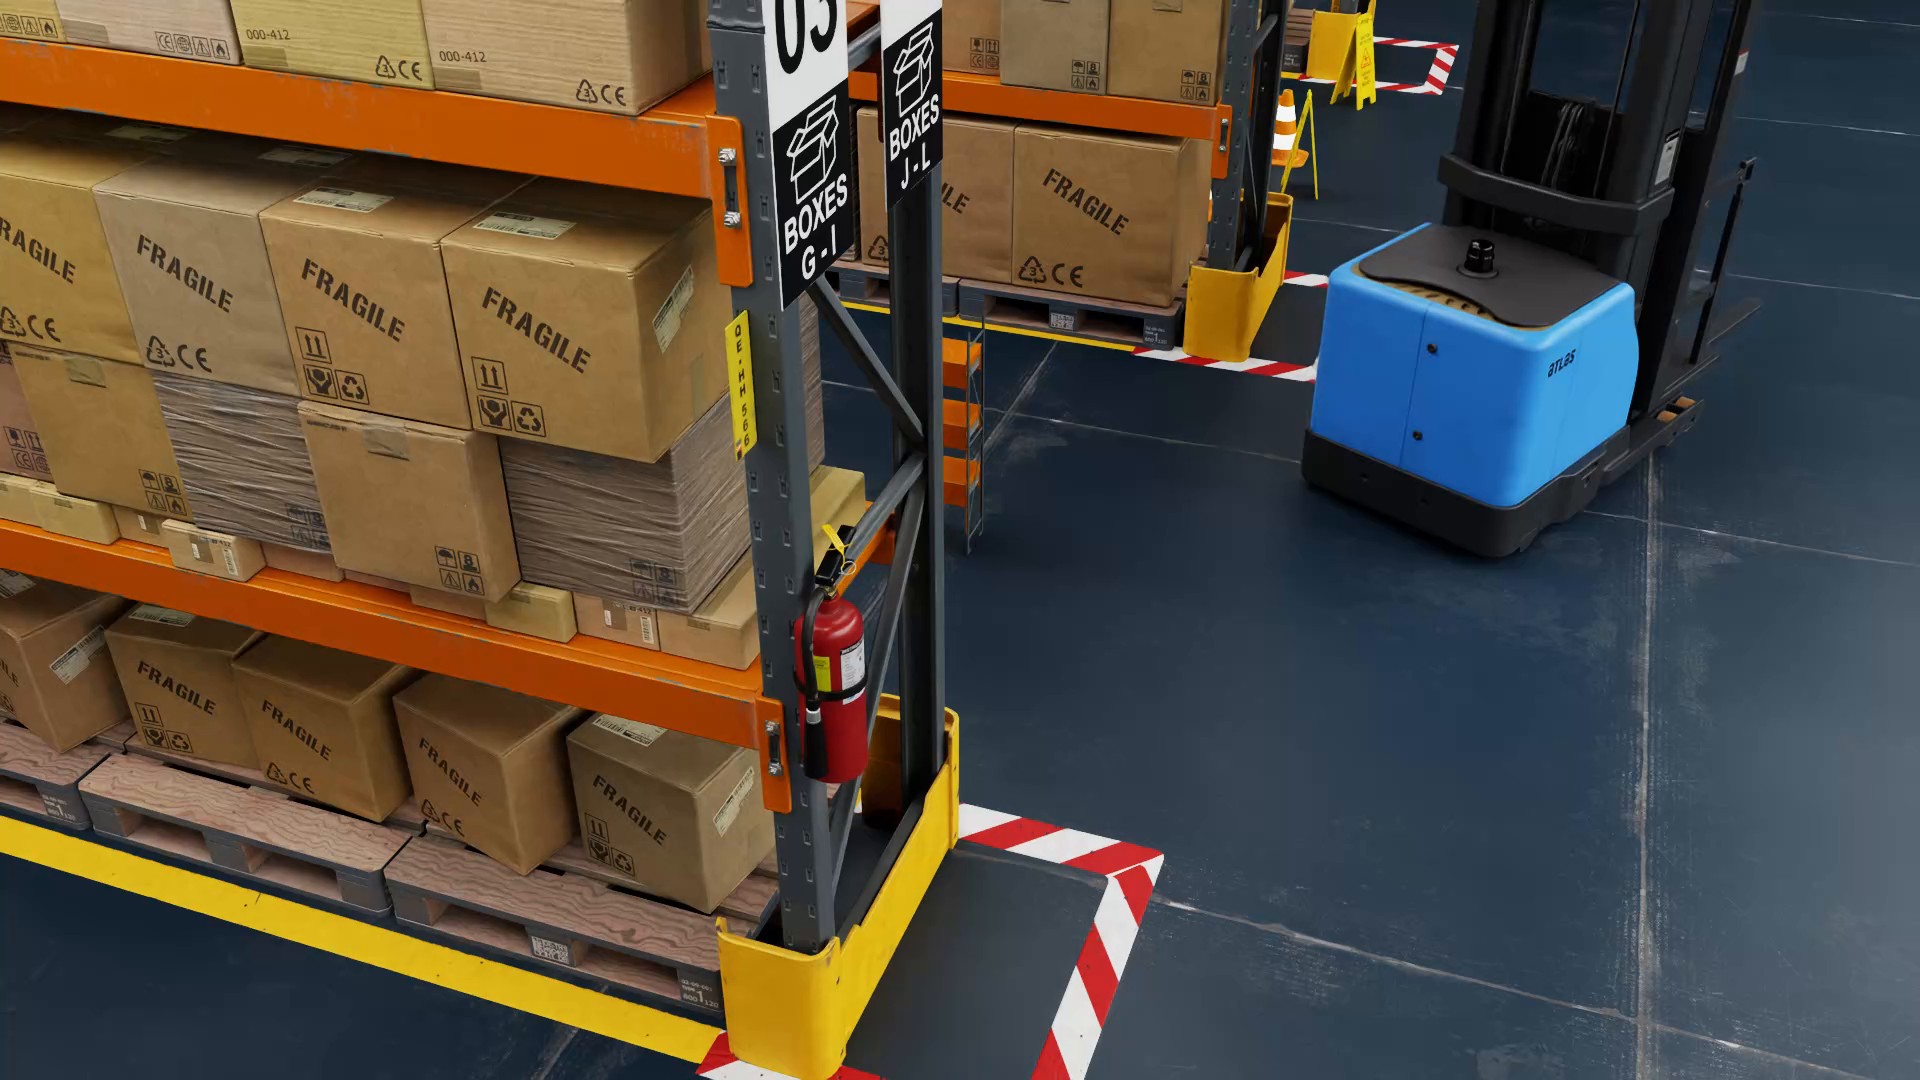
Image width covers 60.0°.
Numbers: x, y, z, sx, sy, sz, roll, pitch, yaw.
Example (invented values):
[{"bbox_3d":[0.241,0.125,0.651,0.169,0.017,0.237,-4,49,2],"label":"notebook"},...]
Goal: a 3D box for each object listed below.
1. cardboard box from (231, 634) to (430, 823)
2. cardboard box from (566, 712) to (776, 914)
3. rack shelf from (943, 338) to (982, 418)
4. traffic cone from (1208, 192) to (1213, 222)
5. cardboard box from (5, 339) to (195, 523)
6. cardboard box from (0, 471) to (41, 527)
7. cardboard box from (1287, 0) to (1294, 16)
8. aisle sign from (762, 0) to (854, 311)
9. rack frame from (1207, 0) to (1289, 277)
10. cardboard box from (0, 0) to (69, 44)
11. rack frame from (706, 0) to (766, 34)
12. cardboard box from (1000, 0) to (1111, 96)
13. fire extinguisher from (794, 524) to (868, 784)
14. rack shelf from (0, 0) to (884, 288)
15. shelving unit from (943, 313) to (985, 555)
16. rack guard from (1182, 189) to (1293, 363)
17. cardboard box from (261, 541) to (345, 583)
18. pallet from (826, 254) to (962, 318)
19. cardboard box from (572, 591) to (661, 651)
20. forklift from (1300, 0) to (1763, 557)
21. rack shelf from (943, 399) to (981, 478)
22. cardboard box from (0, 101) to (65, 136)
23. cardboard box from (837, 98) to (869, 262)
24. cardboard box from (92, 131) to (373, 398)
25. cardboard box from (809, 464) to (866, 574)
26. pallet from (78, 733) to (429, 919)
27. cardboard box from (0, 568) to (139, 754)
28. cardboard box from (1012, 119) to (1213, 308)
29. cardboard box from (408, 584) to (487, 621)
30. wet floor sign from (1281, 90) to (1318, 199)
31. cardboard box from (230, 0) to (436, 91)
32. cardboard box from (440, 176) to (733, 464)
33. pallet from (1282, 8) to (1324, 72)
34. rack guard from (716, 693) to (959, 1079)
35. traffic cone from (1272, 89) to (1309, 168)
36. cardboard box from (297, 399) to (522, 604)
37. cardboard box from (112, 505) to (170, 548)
[{"bbox_3d":[-2.012,0.539,5.568,0.500,0.500,0.500,14,35,21],"label":"cardboard box"},{"bbox_3d":[-0.855,0.755,5.233,0.500,0.500,0.500,18,37,25],"label":"cardboard box"},{"bbox_3d":[-0.050,-0.680,6.832,0.240,0.259,0.215,11,34,16],"label":"rack shelf"},{"bbox_3d":[1.475,-2.267,10.334,0.334,0.463,0.336,11,34,16],"label":"traffic cone"},{"bbox_3d":[-2.215,-0.519,4.922,0.500,0.500,0.875,11,34,16],"label":"cardboard box"},{"bbox_3d":[-2.752,-0.213,5.047,0.250,0.149,0.380,11,34,16],"label":"cardboard box"},{"bbox_3d":[2.405,-4.366,13.395,0.500,0.250,0.500,11,34,16],"label":"cardboard box"},{"bbox_3d":[-0.316,-0.924,3.519,0.004,0.787,0.394,11,34,16],"label":"aisle sign"},{"bbox_3d":[1.496,-2.510,8.372,0.127,3.000,1.000,11,34,16],"label":"rack frame"},{"bbox_3d":[-2.238,-1.429,4.071,0.500,0.250,0.500,10,34,16],"label":"cardboard box"},{"bbox_3d":[-0.273,-2.516,2.851,0.127,3.000,1.000,11,34,16],"label":"rack frame"},{"bbox_3d":[0.606,-2.707,8.540,0.550,0.550,0.875,11,34,16],"label":"cardboard box"},{"bbox_3d":[-0.320,0.293,4.103,0.183,0.674,0.296,11,34,16],"label":"fire extinguisher"},{"bbox_3d":[-2.155,-1.320,4.427,4.000,0.370,1.077,11,34,16],"label":"rack shelf"},{"bbox_3d":[-0.050,-0.451,6.980,0.252,1.050,0.215,11,34,16],"label":"shelving unit"},{"bbox_3d":[1.518,-1.456,9.044,0.348,0.500,1.175,11,34,16],"label":"rack guard"},{"bbox_3d":[-1.793,-0.058,4.805,0.250,0.149,0.380,11,34,16],"label":"cardboard box"},{"bbox_3d":[-0.428,-1.669,9.641,1.213,0.211,1.003,11,34,16],"label":"pallet"},{"bbox_3d":[-0.846,0.117,4.535,0.250,0.149,0.380,11,34,16],"label":"cardboard box"},{"bbox_3d":[2.949,-1.857,7.424,1.130,2.935,3.031,28,42,36],"label":"forklift"},{"bbox_3d":[-0.050,-0.442,6.986,0.240,0.259,0.215,11,34,16],"label":"rack shelf"},{"bbox_3d":[-2.759,-0.920,4.622,0.500,0.500,0.500,11,34,16],"label":"cardboard box"},{"bbox_3d":[-0.851,-2.212,9.482,0.875,0.875,0.875,11,35,17],"label":"cardboard box"},{"bbox_3d":[-1.816,-0.739,4.341,0.500,0.500,0.500,11,34,16],"label":"cardboard box"},{"bbox_3d":[-0.461,-0.064,4.816,0.250,0.149,0.380,11,34,16],"label":"cardboard box"},{"bbox_3d":[-2.242,0.771,5.862,1.213,0.211,1.003,11,34,16],"label":"pallet"},{"bbox_3d":[-3.133,0.340,5.875,0.500,0.500,0.500,23,39,31],"label":"cardboard box"},{"bbox_3d":[0.835,-1.884,8.975,0.875,0.875,0.875,11,35,17],"label":"cardboard box"},{"bbox_3d":[-1.329,0.044,4.649,0.250,0.149,0.380,11,34,16],"label":"cardboard box"},{"bbox_3d":[2.191,-2.527,10.569,0.232,0.644,0.267,5,33,8],"label":"wet floor sign"},{"bbox_3d":[-1.283,-1.242,3.780,0.500,0.250,0.500,11,35,17],"label":"cardboard box"},{"bbox_3d":[-0.874,-0.558,4.060,0.500,0.500,0.500,11,34,16],"label":"cardboard box"},{"bbox_3d":[2.246,-4.065,13.352,1.213,0.211,1.003,11,34,16],"label":"pallet"},{"bbox_3d":[-0.344,1.040,5.178,0.348,0.500,1.175,11,34,16],"label":"rack guard"},{"bbox_3d":[2.176,-2.781,11.131,0.334,0.463,0.336,11,34,16],"label":"traffic cone"},{"bbox_3d":[-1.292,-0.308,4.595,0.500,0.500,0.875,11,34,16],"label":"cardboard box"},{"bbox_3d":[-2.270,-0.139,4.932,0.250,0.149,0.380,11,34,16],"label":"cardboard box"}]
